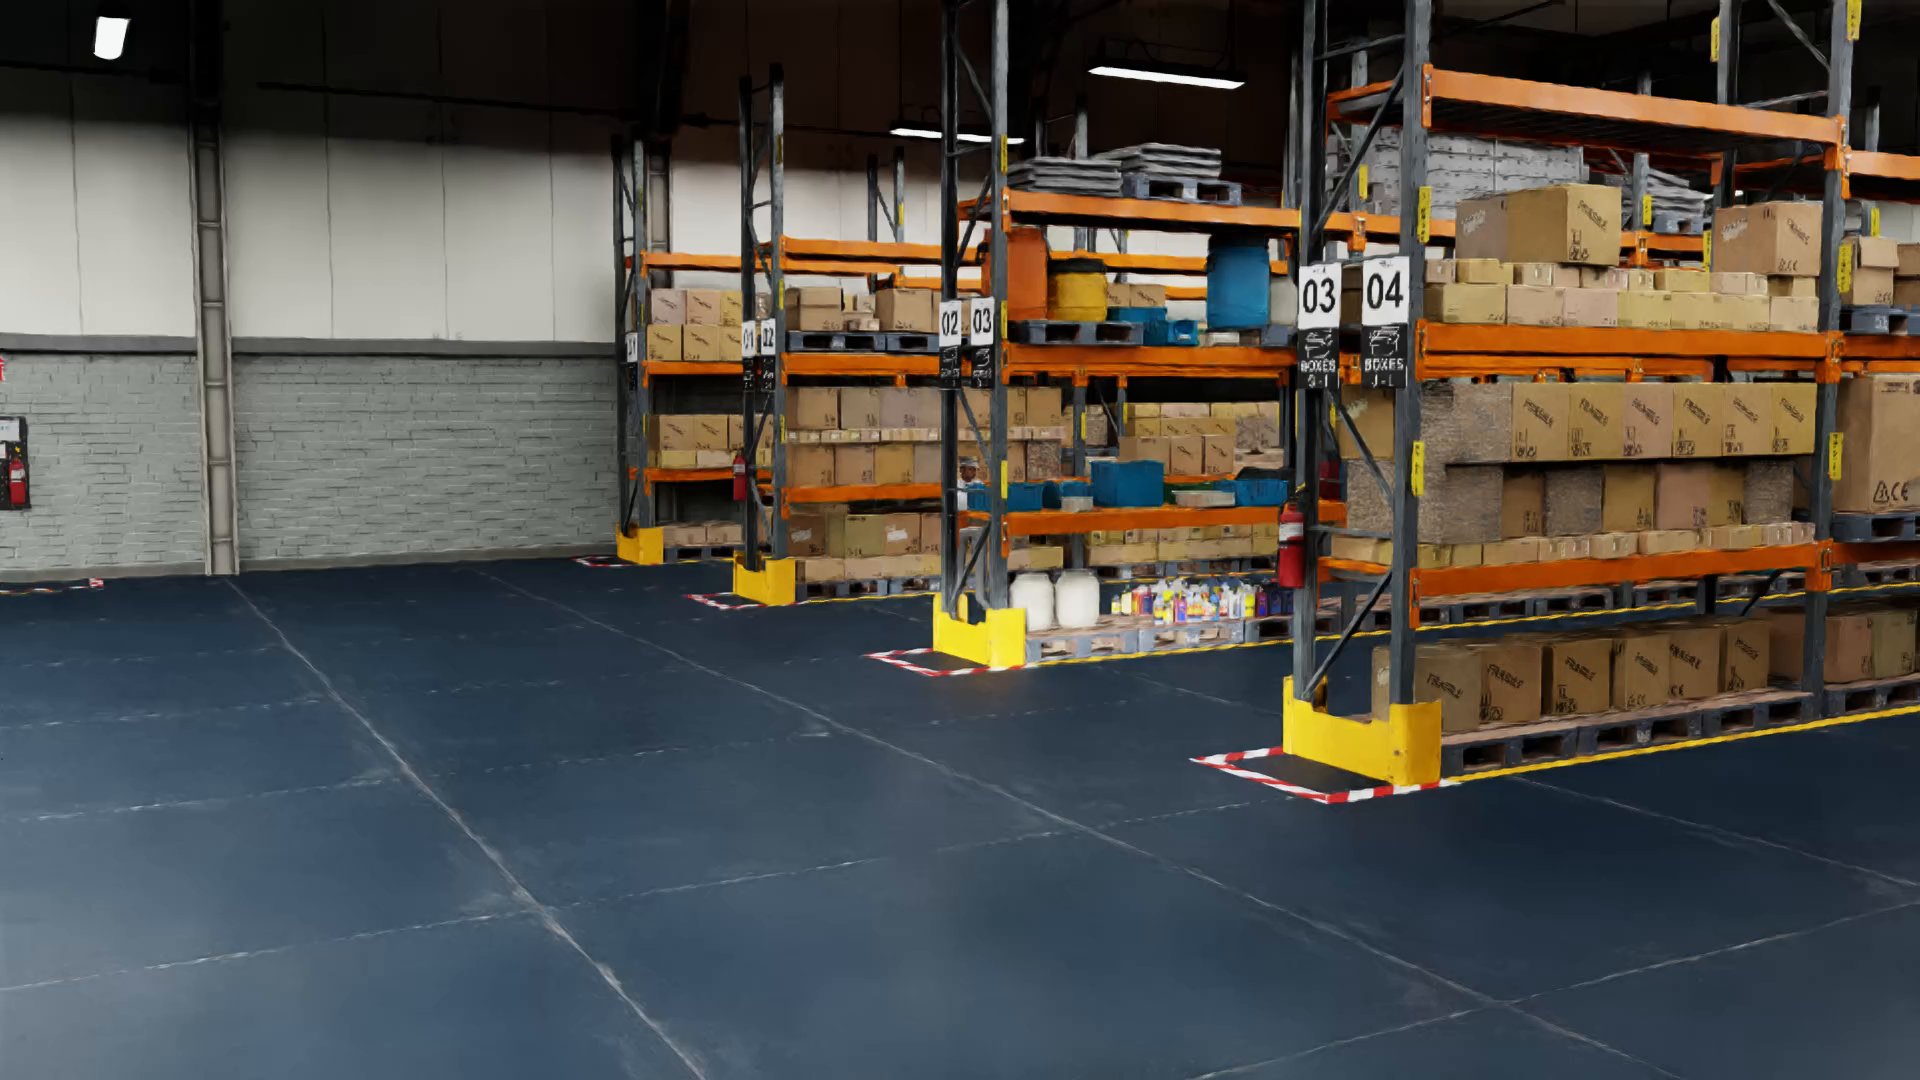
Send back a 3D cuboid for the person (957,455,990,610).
[{"bbox_3d":[0.089,-0.085,18.115,0.577,1.682,0.369,0,5,-3],"label":"person"}]
